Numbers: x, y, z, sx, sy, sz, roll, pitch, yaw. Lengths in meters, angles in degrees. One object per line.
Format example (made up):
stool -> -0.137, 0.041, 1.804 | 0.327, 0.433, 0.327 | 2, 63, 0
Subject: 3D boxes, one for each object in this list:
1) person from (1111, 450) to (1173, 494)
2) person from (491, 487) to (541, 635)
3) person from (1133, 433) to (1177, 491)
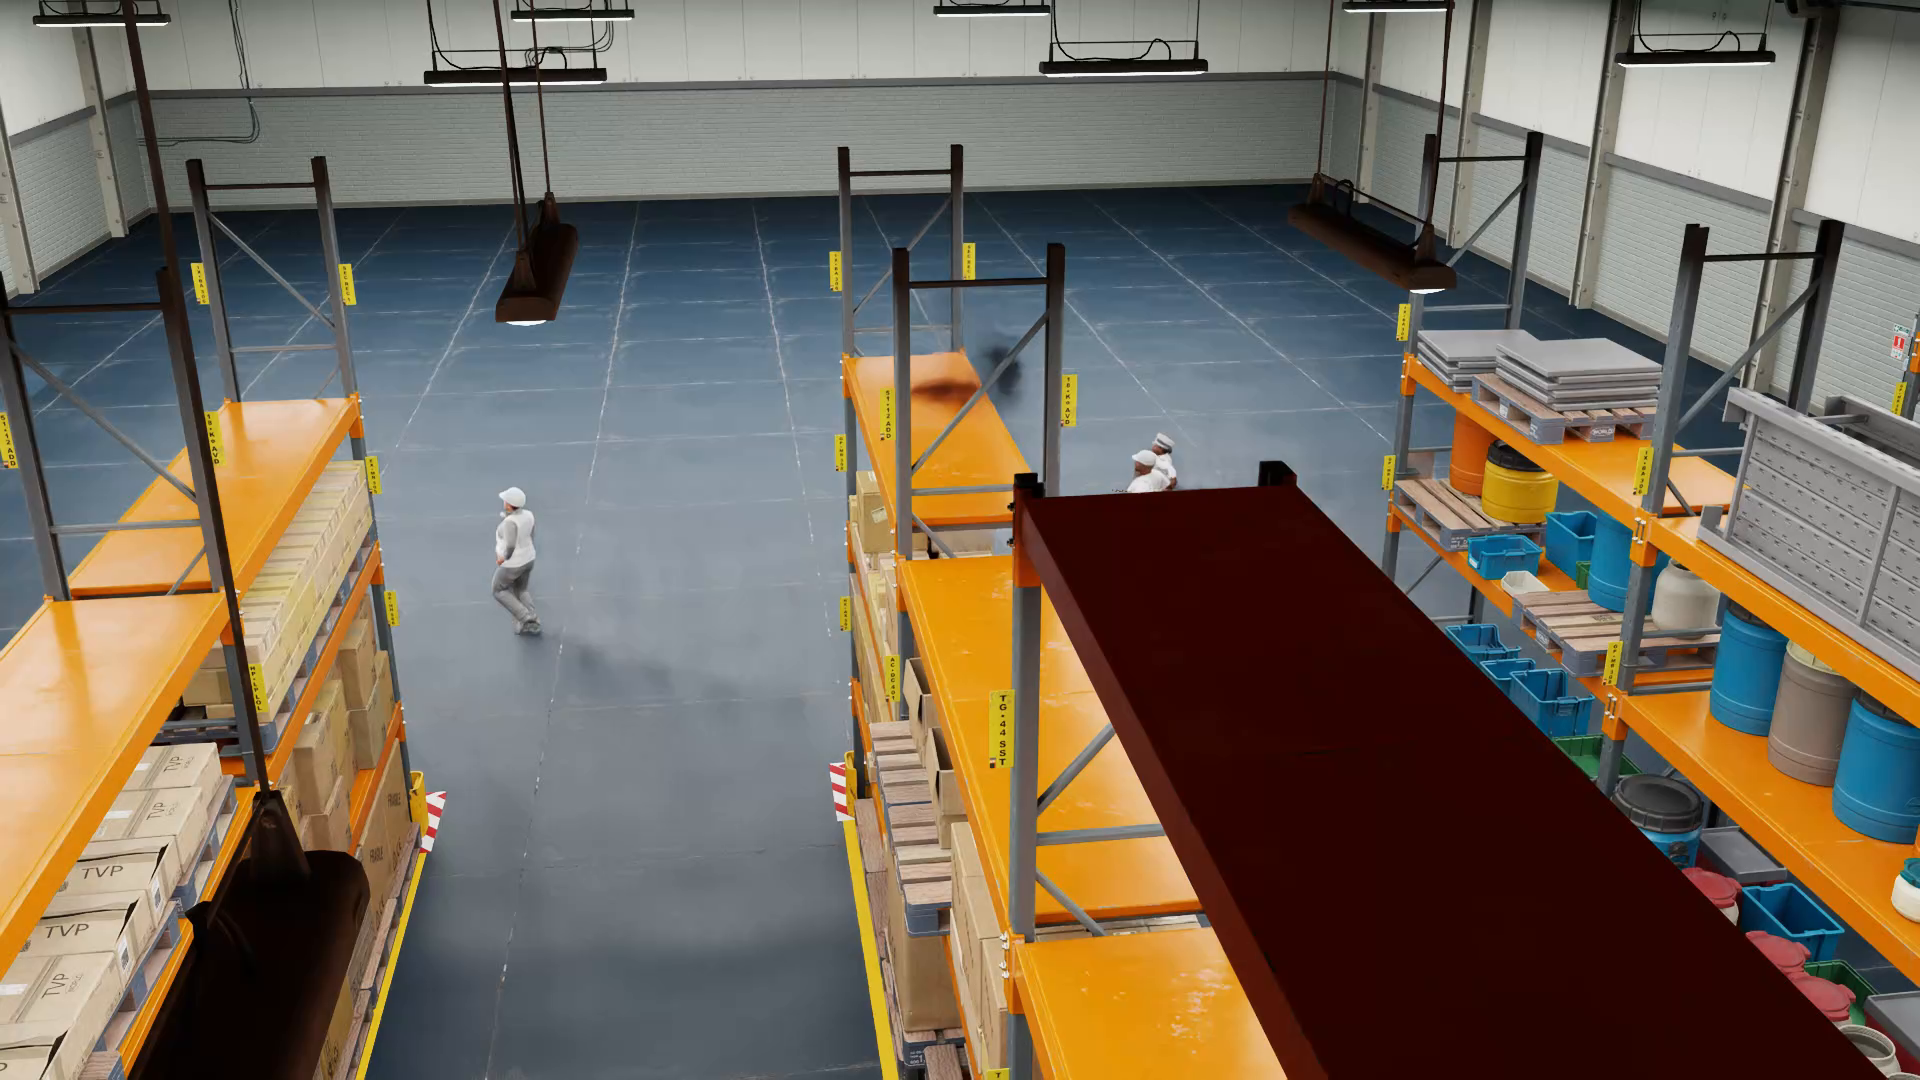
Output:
person -> 2.162, -0.210, 19.737 | 0.871, 1.806, 0.685 | 6, 22, 15
person -> -5.049, 0.221, 18.700 | 0.598, 1.731, 0.647 | 10, 24, 23
person -> 2.472, -0.501, 20.570 | 0.923, 1.699, 0.579 | 5, 22, 13
